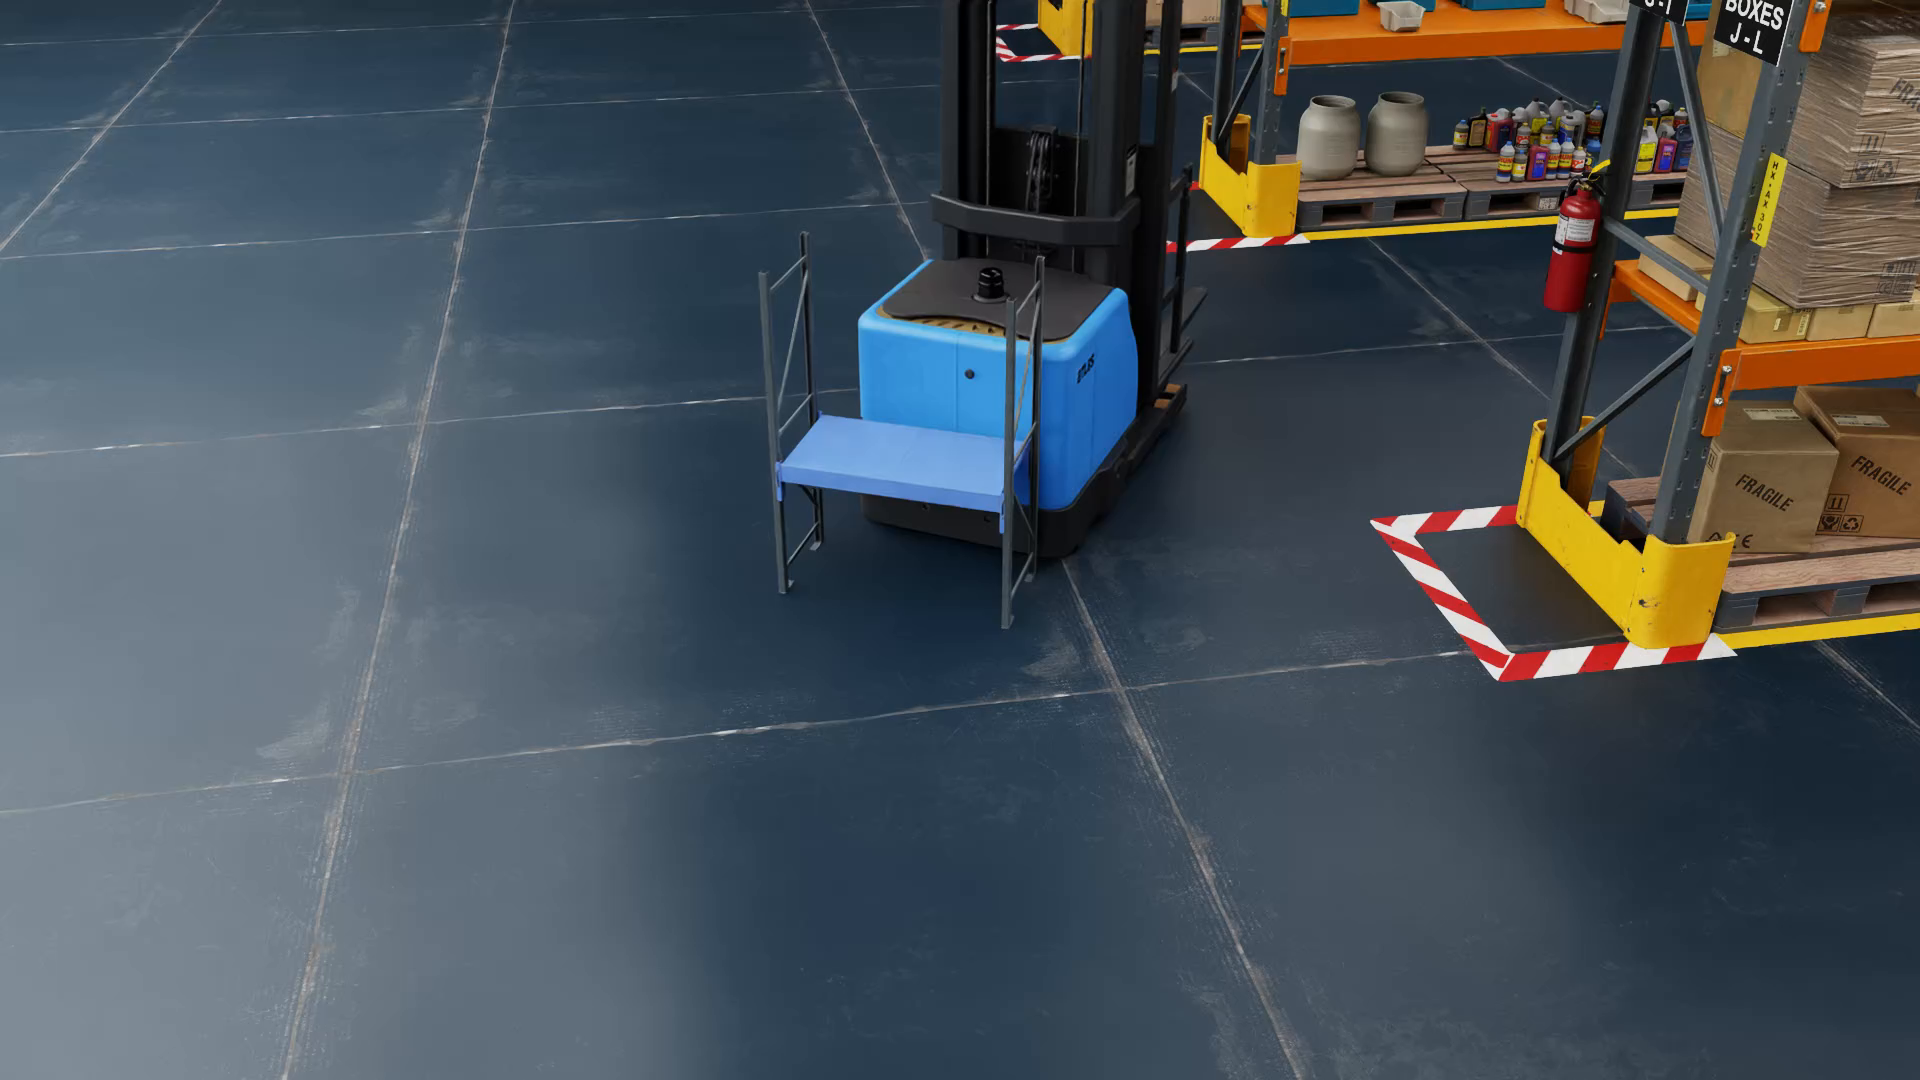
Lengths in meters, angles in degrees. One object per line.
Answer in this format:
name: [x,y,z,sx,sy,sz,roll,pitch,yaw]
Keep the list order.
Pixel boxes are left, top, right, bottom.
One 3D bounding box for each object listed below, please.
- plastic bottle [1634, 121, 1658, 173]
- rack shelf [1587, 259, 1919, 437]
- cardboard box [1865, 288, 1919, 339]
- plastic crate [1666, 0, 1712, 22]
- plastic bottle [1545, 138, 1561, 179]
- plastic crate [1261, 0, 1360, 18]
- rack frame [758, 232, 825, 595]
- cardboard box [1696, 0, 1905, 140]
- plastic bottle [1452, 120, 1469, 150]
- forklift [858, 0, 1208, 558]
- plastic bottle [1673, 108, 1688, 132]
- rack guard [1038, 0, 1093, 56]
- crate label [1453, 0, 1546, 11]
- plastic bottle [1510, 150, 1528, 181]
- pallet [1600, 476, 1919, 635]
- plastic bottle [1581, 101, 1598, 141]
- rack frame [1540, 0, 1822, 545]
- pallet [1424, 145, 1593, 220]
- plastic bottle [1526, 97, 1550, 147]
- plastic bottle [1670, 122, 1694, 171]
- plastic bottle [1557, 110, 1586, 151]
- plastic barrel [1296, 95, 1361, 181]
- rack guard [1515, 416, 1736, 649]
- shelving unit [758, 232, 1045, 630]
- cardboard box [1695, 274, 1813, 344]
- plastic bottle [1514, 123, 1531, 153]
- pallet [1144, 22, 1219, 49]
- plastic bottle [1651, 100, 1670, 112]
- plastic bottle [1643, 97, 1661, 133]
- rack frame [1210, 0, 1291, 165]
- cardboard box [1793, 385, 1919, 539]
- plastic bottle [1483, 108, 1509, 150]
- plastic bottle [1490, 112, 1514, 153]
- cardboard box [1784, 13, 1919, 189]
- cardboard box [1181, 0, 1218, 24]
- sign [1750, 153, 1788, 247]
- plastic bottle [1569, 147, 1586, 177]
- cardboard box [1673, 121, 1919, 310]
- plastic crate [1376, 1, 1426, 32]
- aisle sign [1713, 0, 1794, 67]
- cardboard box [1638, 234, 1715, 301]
plastic bottle: [4.787,-2.763,11.668,0.185,0.351,0.144,-5,31,-9]
rack shelf: [4.799,-1.002,7.205,4.000,0.370,1.077,-5,31,-9]
cardboard box: [3.653,-0.957,6.666,0.250,0.149,0.380,-5,31,-9]
plastic crate: [4.835,-3.664,11.168,0.616,0.251,0.499,-5,31,-9]
plastic bottle: [4.117,-2.654,11.562,0.097,0.271,0.097,0,30,0]
plastic crate: [2.378,-3.730,11.281,0.616,0.251,0.499,-5,31,-9]
rack frame: [-0.715,-0.528,7.169,0.032,1.500,0.500,8,31,14]
cardboard box: [3.329,-1.906,6.653,0.500,0.500,0.500,-5,31,-9]
plastic bottle: [3.668,-2.969,12.166,0.097,0.201,0.097,0,30,0]
forklift: [0.568,-1.915,8.115,1.130,2.935,3.031,12,33,19]
plastic bottle: [5.382,-3.128,12.437,0.097,0.201,0.097,0,30,0]
rack guard: [1.028,-4.989,15.742,0.348,0.500,1.175,-5,31,-9]
crate label: [3.702,-3.917,11.418,0.616,0.435,0.502,-5,31,-9]
plastic bottle: [3.881,-2.602,11.543,0.097,0.201,0.097,0,30,0]
pallet: [3.712,0.009,7.527,1.213,0.211,1.003,-5,31,-9]
plastic bottle: [4.650,-3.105,12.317,0.133,0.283,0.061,-4,31,-7]
rack frame: [2.832,-1.130,6.712,0.127,3.000,1.000,-5,31,-9]
pallet: [4.004,-2.609,11.978,1.213,0.211,1.003,-5,31,-9]
plastic bottle: [4.219,-3.072,12.195,0.185,0.351,0.144,-4,31,-7]
plastic bottle: [5.104,-2.792,11.719,0.185,0.351,0.144,-7,31,-11]
plastic bottle: [4.453,-2.986,12.121,0.135,0.276,0.152,-5,31,-9]
plastic barrel: [2.574,-2.806,11.603,0.421,0.512,0.421,0,30,0]
rack guard: [2.907,-0.059,7.357,0.348,0.500,1.175,-5,31,-9]
shelving unit: [-0.227,-0.456,7.046,1.048,1.500,0.538,8,31,14]
cardboard box: [3.155,-0.929,6.618,0.250,0.149,0.380,-5,31,-9]
plastic bottle: [4.098,-2.930,12.101,0.097,0.201,0.097,0,30,0]
pallet: [1.796,-4.958,15.973,1.213,0.211,1.003,-5,31,-9]
plastic bottle: [5.169,-3.126,12.361,0.135,0.276,0.152,-4,31,-7]
plastic bottle: [5.032,-3.073,12.197,0.185,0.351,0.144,-5,31,-9]
rack frame: [1.940,-3.599,10.912,0.127,3.000,1.000,-5,31,-9]
cardboard box: [4.031,-0.354,7.444,0.500,0.500,0.500,2,31,4]
plastic bottle: [3.920,-3.010,12.163,0.135,0.276,0.152,-5,31,-9]
plastic bottle: [3.940,-2.961,12.071,0.133,0.283,0.061,-5,31,-9]
cardboard box: [3.422,-1.646,6.212,0.500,0.500,0.500,-5,31,-9]
cardboard box: [2.110,-5.050,15.678,0.500,0.250,0.500,-5,31,-9]
sign: [2.930,-1.232,6.033,0.005,0.325,0.100,-5,31,-9]
plastic bottle: [4.313,-2.642,11.611,0.097,0.201,0.097,0,30,0]
cardboard box: [3.378,-1.338,6.673,0.500,0.500,0.875,-5,31,-9]
plastic crate: [2.878,-3.407,10.845,0.250,0.136,0.298,-5,31,-9]
aisle sign: [2.825,-2.095,5.789,0.004,0.787,0.394,-5,31,-9]
cardboard box: [3.075,-1.150,6.995,0.250,0.149,0.380,-5,31,-9]
